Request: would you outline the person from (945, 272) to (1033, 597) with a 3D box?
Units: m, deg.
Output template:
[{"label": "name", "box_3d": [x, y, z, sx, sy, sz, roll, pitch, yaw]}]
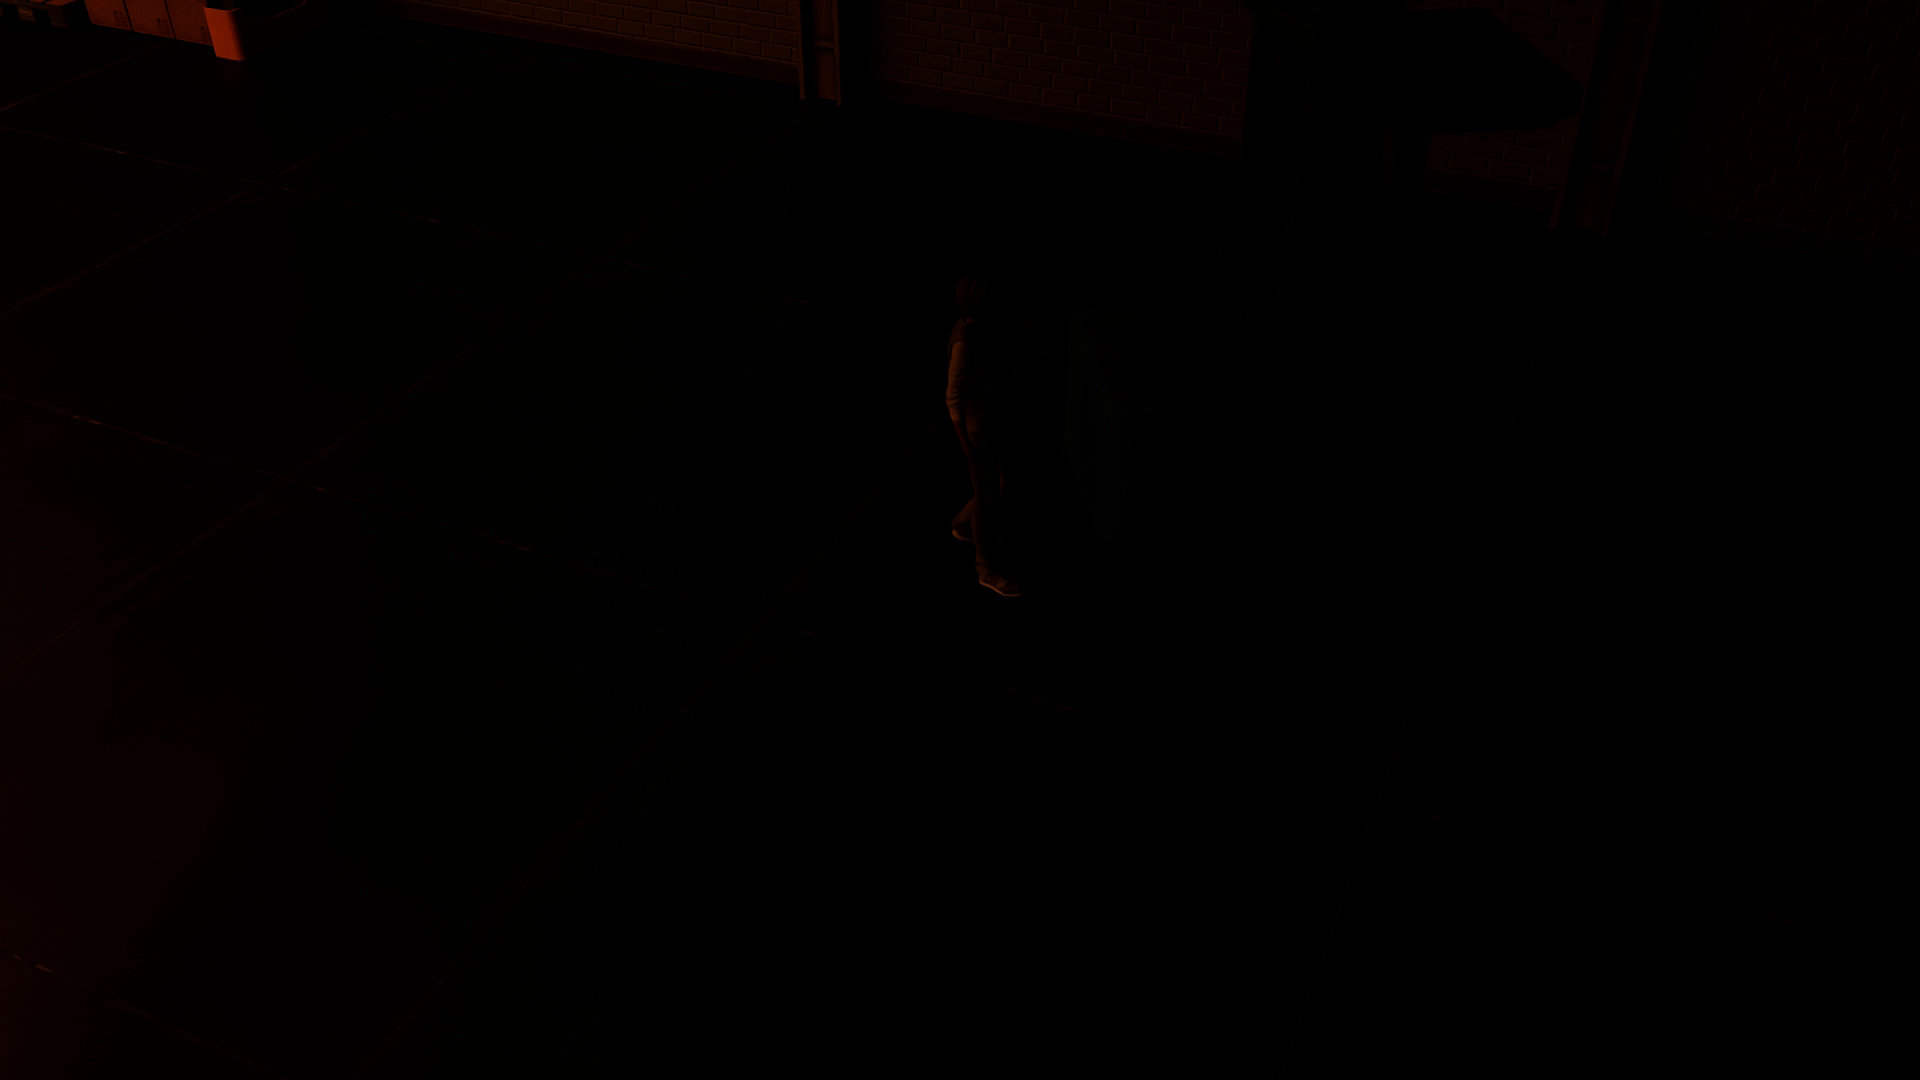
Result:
[{"label": "person", "box_3d": [0.208, -0.547, 8.039, 0.558, 1.553, 0.565, 21, 41, 27]}]

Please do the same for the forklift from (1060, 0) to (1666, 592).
[{"label": "forklift", "box_3d": [2.097, -1.323, 7.942, 3.031, 2.935, 1.130, -5, 36, -7]}]
